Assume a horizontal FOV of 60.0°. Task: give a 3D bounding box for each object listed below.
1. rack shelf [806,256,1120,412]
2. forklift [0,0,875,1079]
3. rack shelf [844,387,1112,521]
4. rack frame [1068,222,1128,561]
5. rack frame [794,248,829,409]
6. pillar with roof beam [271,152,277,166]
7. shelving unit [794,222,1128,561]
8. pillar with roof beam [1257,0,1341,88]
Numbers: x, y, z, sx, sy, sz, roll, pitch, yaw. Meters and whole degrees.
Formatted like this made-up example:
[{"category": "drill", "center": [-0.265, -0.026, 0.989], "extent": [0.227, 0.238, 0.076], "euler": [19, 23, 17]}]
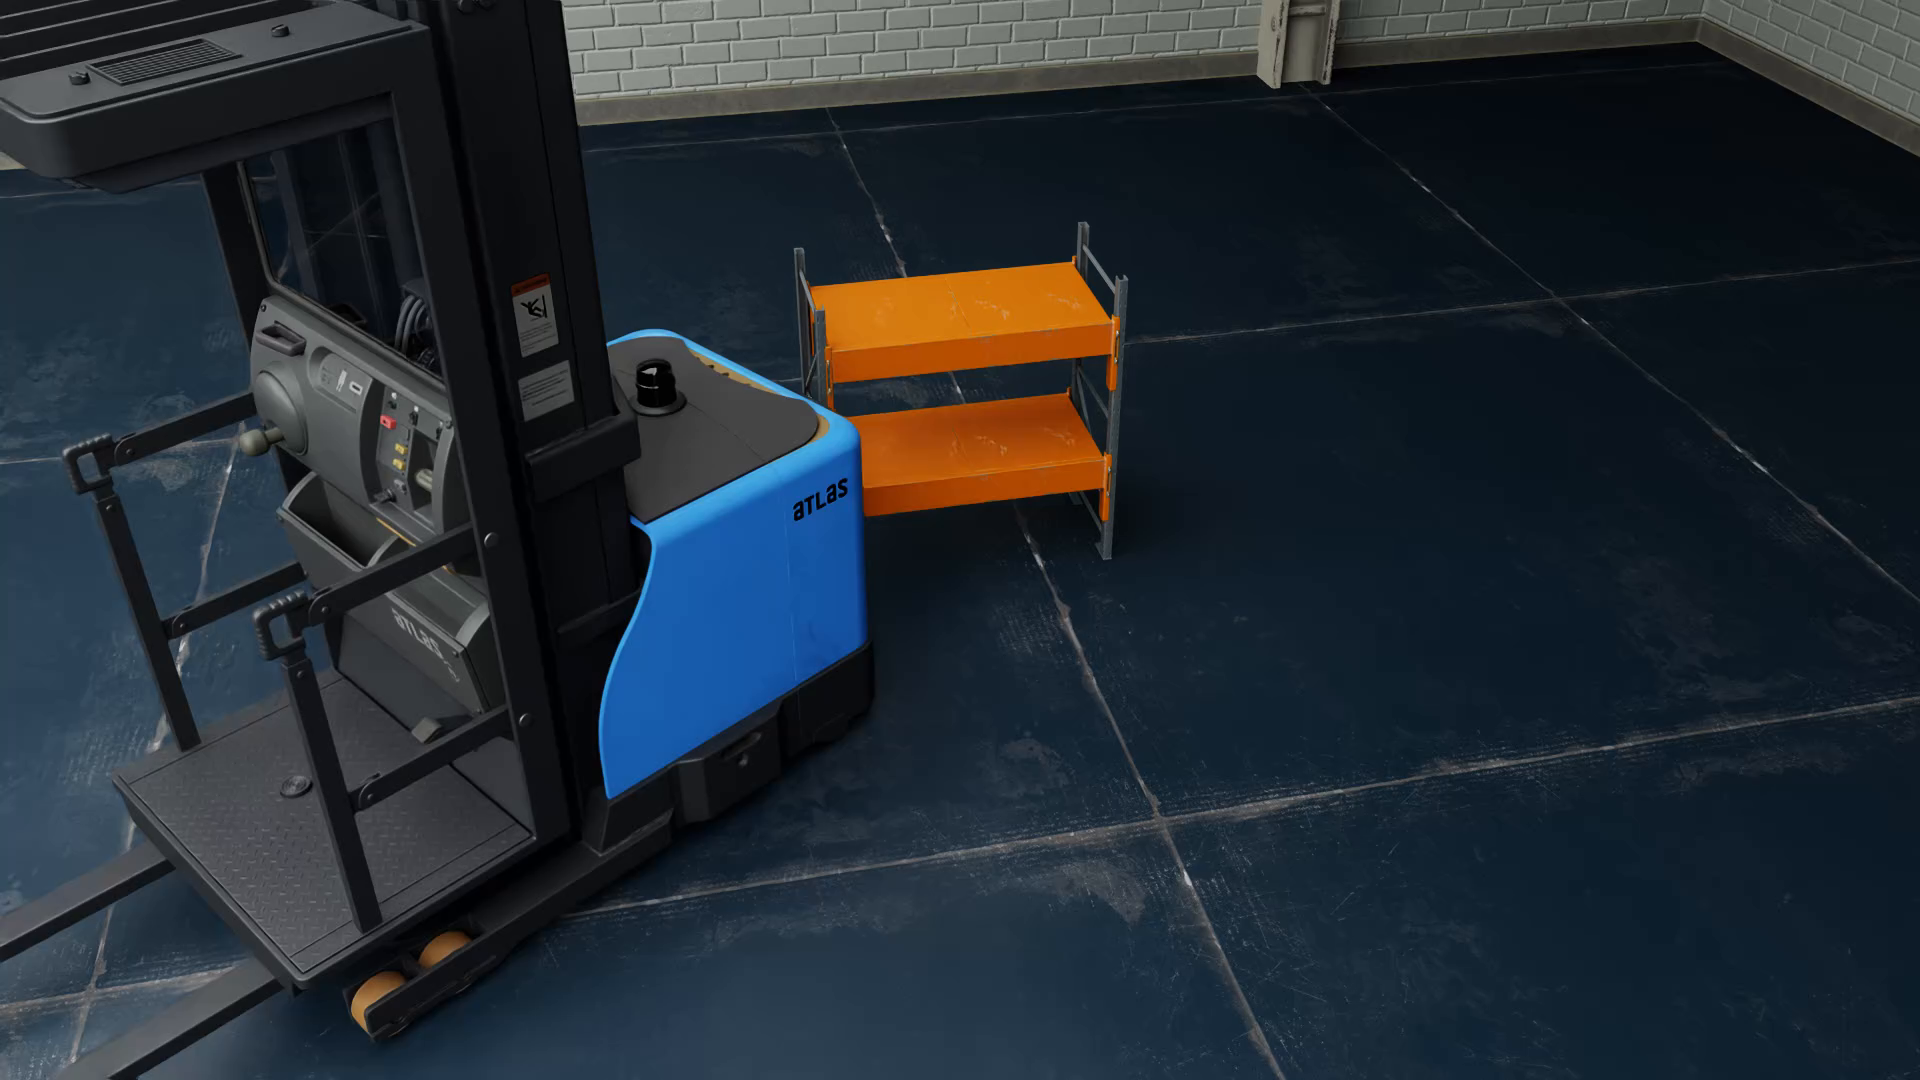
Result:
[{"category": "rack shelf", "center": [-0.007, -0.709, 5.772], "extent": [1.000, 0.278, 0.538], "euler": [-7, 35, -11]}, {"category": "forklift", "center": [-1.655, -0.251, 3.993], "extent": [1.130, 2.935, 3.031], "euler": [28, 43, 35]}, {"category": "rack shelf", "center": [-0.007, -0.263, 6.072], "extent": [1.000, 0.278, 0.538], "euler": [-7, 35, -11]}, {"category": "rack frame", "center": [0.489, -0.529, 6.028], "extent": [0.032, 1.125, 0.500], "euler": [-7, 35, -11]}, {"category": "rack frame", "center": [-0.502, -0.404, 5.842], "extent": [0.032, 1.125, 0.500], "euler": [-7, 35, -11]}, {"category": "pillar with roof beam", "center": [-2.770, -3.619, 3.567], "extent": [0.400, 9.000, 9.100], "euler": [-7, 35, -11]}, {"category": "shelving unit", "center": [-0.007, -0.466, 5.935], "extent": [1.048, 1.125, 0.538], "euler": [-7, 35, -11]}, {"category": "pillar with roof beam", "center": [3.082, -4.356, 4.666], "extent": [0.400, 9.000, 9.100], "euler": [-7, 35, -11]}]
